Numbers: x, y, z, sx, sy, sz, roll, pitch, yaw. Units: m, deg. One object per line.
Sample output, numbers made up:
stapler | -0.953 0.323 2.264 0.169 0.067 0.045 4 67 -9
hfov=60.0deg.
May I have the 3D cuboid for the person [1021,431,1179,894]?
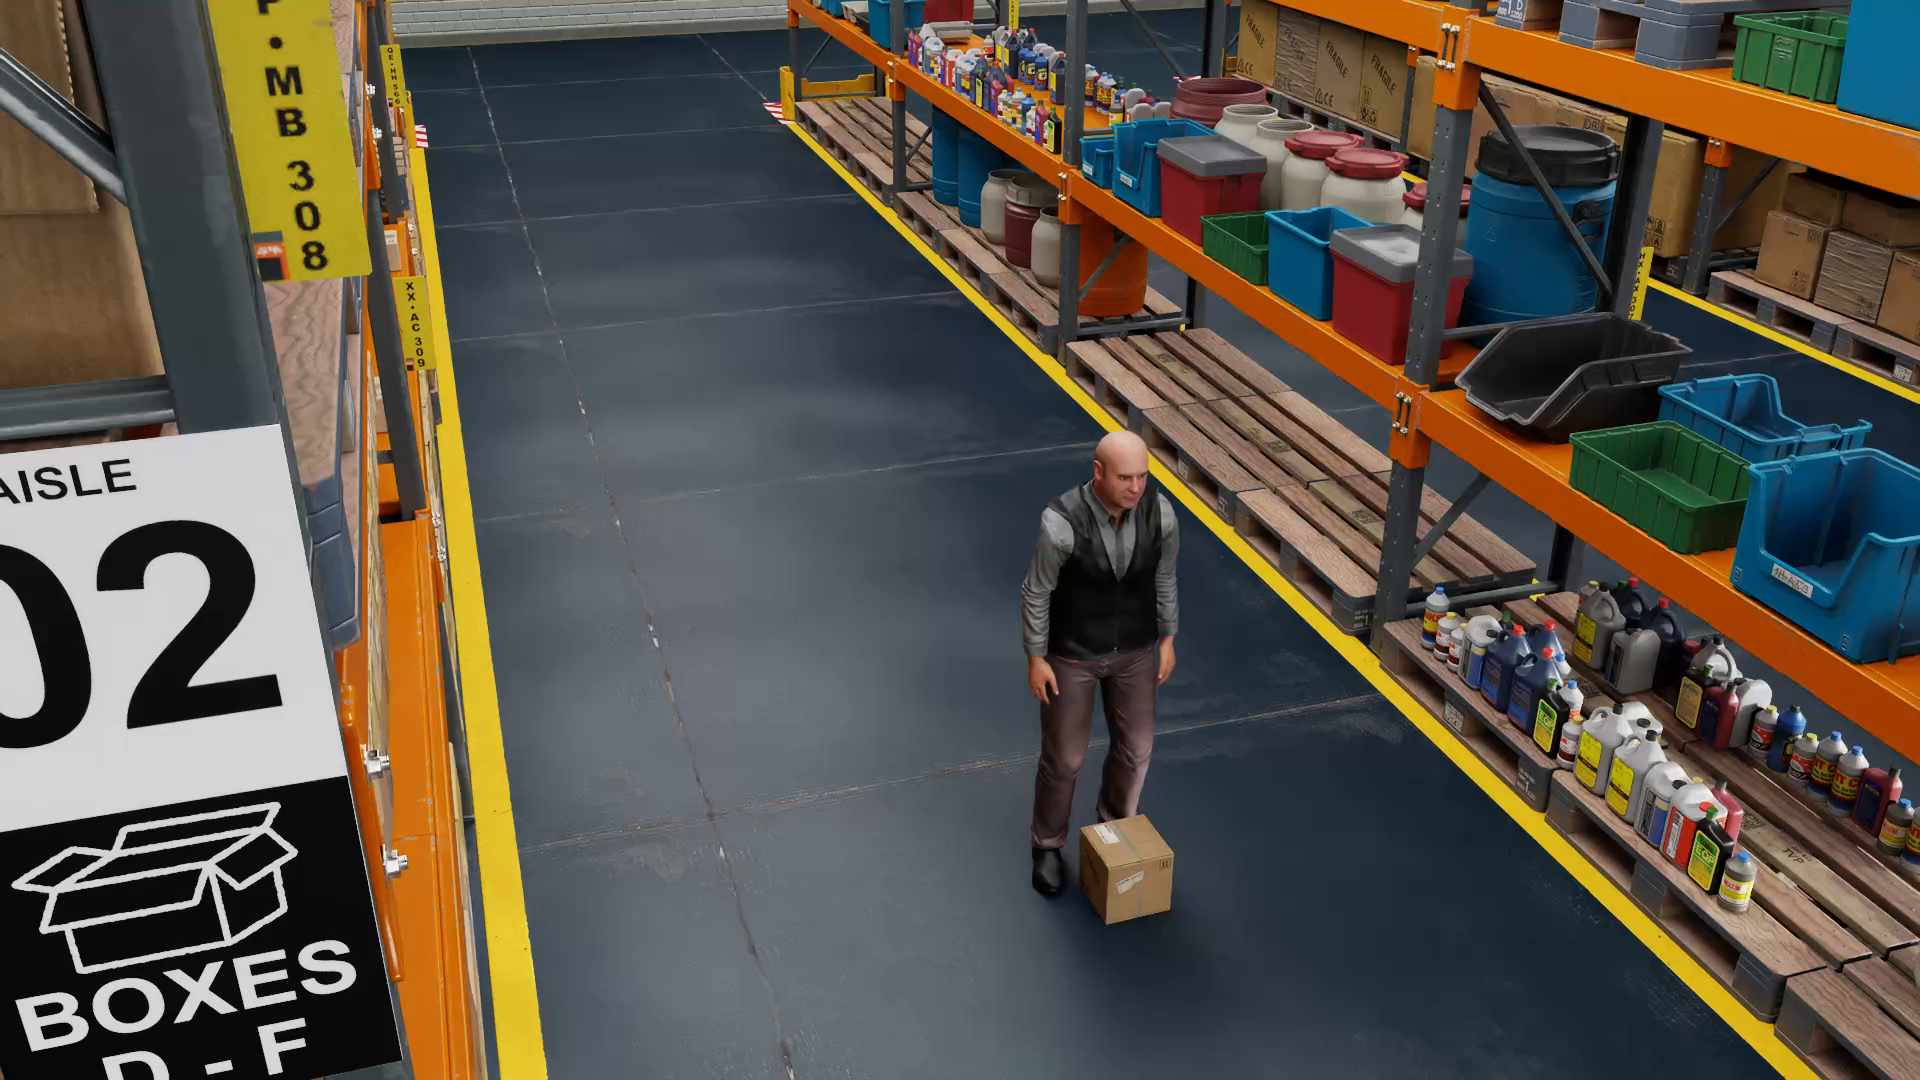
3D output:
person | 0.487 0.394 5.838 0.579 1.720 0.420 -9 27 -17
